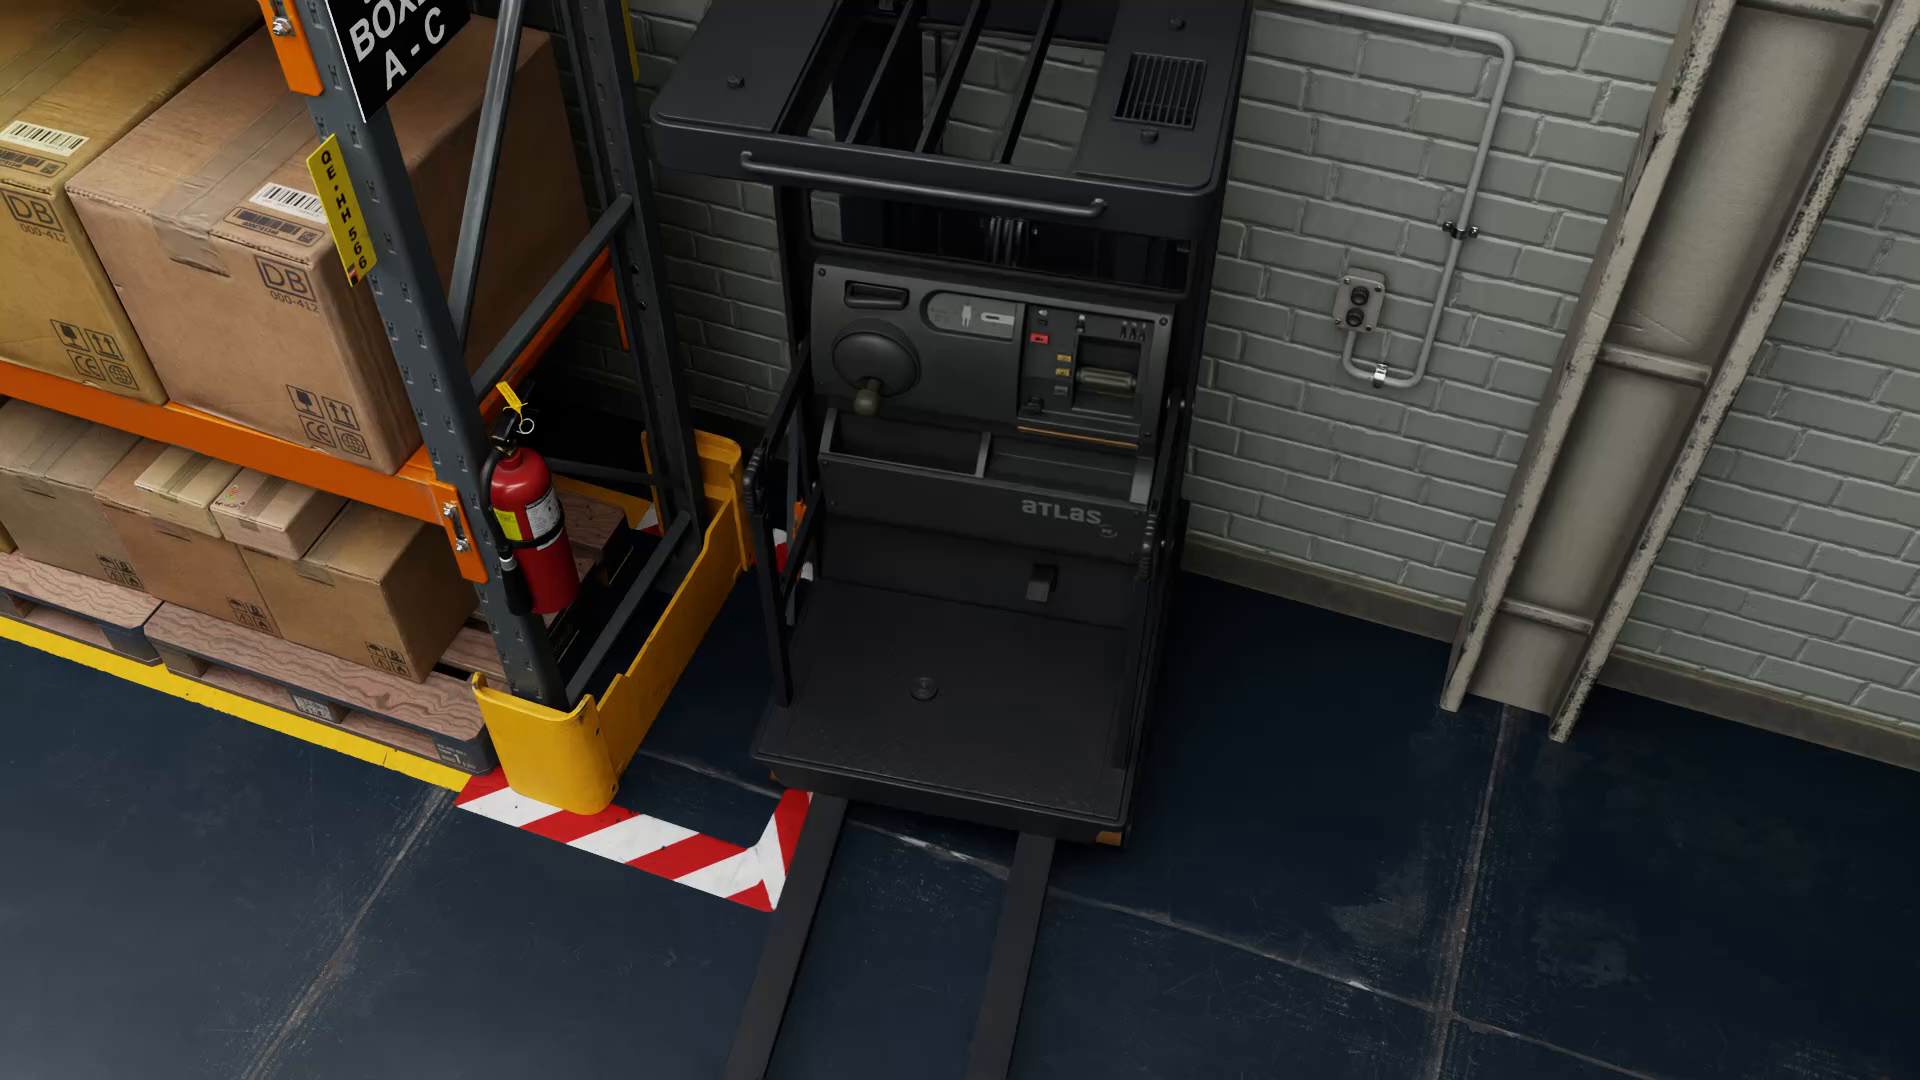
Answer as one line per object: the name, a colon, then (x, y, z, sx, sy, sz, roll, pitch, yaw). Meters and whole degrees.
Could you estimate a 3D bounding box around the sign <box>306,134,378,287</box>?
sign: (-1.270, -0.677, 3.428, 0.005, 0.325, 0.100, 16, 51, 13)

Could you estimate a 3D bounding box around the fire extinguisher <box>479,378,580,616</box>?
fire extinguisher: (-1.087, -0.087, 4.138, 0.183, 0.674, 0.296, 16, 51, 13)

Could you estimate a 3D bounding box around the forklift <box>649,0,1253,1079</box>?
forklift: (0.027, -0.371, 4.132, 1.130, 2.935, 3.031, 9, 50, 8)

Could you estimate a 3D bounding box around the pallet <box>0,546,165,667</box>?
pallet: (-2.986, -0.162, 5.751, 1.213, 0.211, 1.003, 16, 51, 13)

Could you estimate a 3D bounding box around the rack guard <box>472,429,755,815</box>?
rack guard: (-1.046, 0.224, 5.225, 0.348, 0.500, 1.175, 16, 51, 13)

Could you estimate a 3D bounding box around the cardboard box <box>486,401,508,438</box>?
cardboard box: (-1.573, -0.354, 5.018, 0.250, 0.149, 0.380, 16, 51, 13)

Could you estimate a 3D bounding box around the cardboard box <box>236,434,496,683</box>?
cardboard box: (-1.760, -0.032, 5.169, 0.500, 0.500, 0.700, 16, 51, 13)

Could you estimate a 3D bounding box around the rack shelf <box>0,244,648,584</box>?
rack shelf: (-2.945, -0.889, 5.012, 4.000, 0.370, 1.077, 16, 51, 13)

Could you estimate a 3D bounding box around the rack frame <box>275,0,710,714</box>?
rack frame: (-1.069, -0.601, 4.286, 0.127, 3.000, 1.000, 16, 51, 13)

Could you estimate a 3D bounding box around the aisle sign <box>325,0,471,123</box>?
aisle sign: (-1.105, -1.221, 3.103, 0.004, 0.787, 0.394, 16, 51, 13)

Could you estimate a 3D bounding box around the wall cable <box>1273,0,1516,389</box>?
wall cable: (0.460, -1.269, 4.192, 1.851, 1.984, 0.084, 16, 51, 13)

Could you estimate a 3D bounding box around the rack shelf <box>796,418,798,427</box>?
rack shelf: (0.040, -0.537, 5.063, 1.000, 0.278, 0.538, 6, 31, 1)

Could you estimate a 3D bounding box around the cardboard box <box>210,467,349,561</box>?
cardboard box: (-1.943, -0.149, 4.841, 0.250, 0.149, 0.380, 15, 51, 13)

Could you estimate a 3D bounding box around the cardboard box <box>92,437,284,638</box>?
cardboard box: (-2.229, -0.163, 5.283, 0.500, 0.500, 0.700, 15, 51, 13)

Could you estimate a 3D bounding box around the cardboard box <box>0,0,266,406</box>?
cardboard box: (-2.237, -1.008, 4.440, 0.700, 0.700, 0.980, 15, 51, 13)

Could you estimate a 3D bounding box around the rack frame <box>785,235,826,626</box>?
rack frame: (-0.487, -0.336, 5.225, 0.032, 1.125, 0.500, 6, 31, 1)

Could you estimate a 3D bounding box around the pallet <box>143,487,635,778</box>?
pallet: (-1.846, 0.159, 5.473, 1.213, 0.211, 1.003, 16, 51, 13)

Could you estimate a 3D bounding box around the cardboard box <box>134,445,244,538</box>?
cardboard box: (-2.183, -0.215, 4.899, 0.250, 0.149, 0.380, 17, 51, 14)

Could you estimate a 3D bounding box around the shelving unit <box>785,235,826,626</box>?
shelving unit: (0.019, -0.288, 5.214, 1.048, 1.125, 0.538, 6, 31, 1)

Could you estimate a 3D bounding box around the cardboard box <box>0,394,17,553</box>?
cardboard box: (-3.204, -0.429, 5.513, 0.500, 0.500, 0.700, 17, 51, 14)

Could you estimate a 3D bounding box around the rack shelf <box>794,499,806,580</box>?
rack shelf: (0.002, -0.079, 5.340, 1.000, 0.278, 0.538, 6, 31, 1)

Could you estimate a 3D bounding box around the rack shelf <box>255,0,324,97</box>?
rack shelf: (-2.945, -1.871, 3.878, 4.000, 0.370, 1.077, 16, 51, 13)

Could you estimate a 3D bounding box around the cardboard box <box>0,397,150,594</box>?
cardboard box: (-2.701, -0.294, 5.396, 0.500, 0.500, 0.700, 14, 51, 12)

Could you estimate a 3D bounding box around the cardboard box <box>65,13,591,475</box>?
cardboard box: (-1.550, -0.826, 4.282, 0.700, 0.700, 0.980, 18, 51, 15)

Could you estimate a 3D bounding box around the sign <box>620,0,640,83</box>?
sign: (-0.871, -1.302, 4.268, 0.005, 0.325, 0.100, 16, 51, 13)
